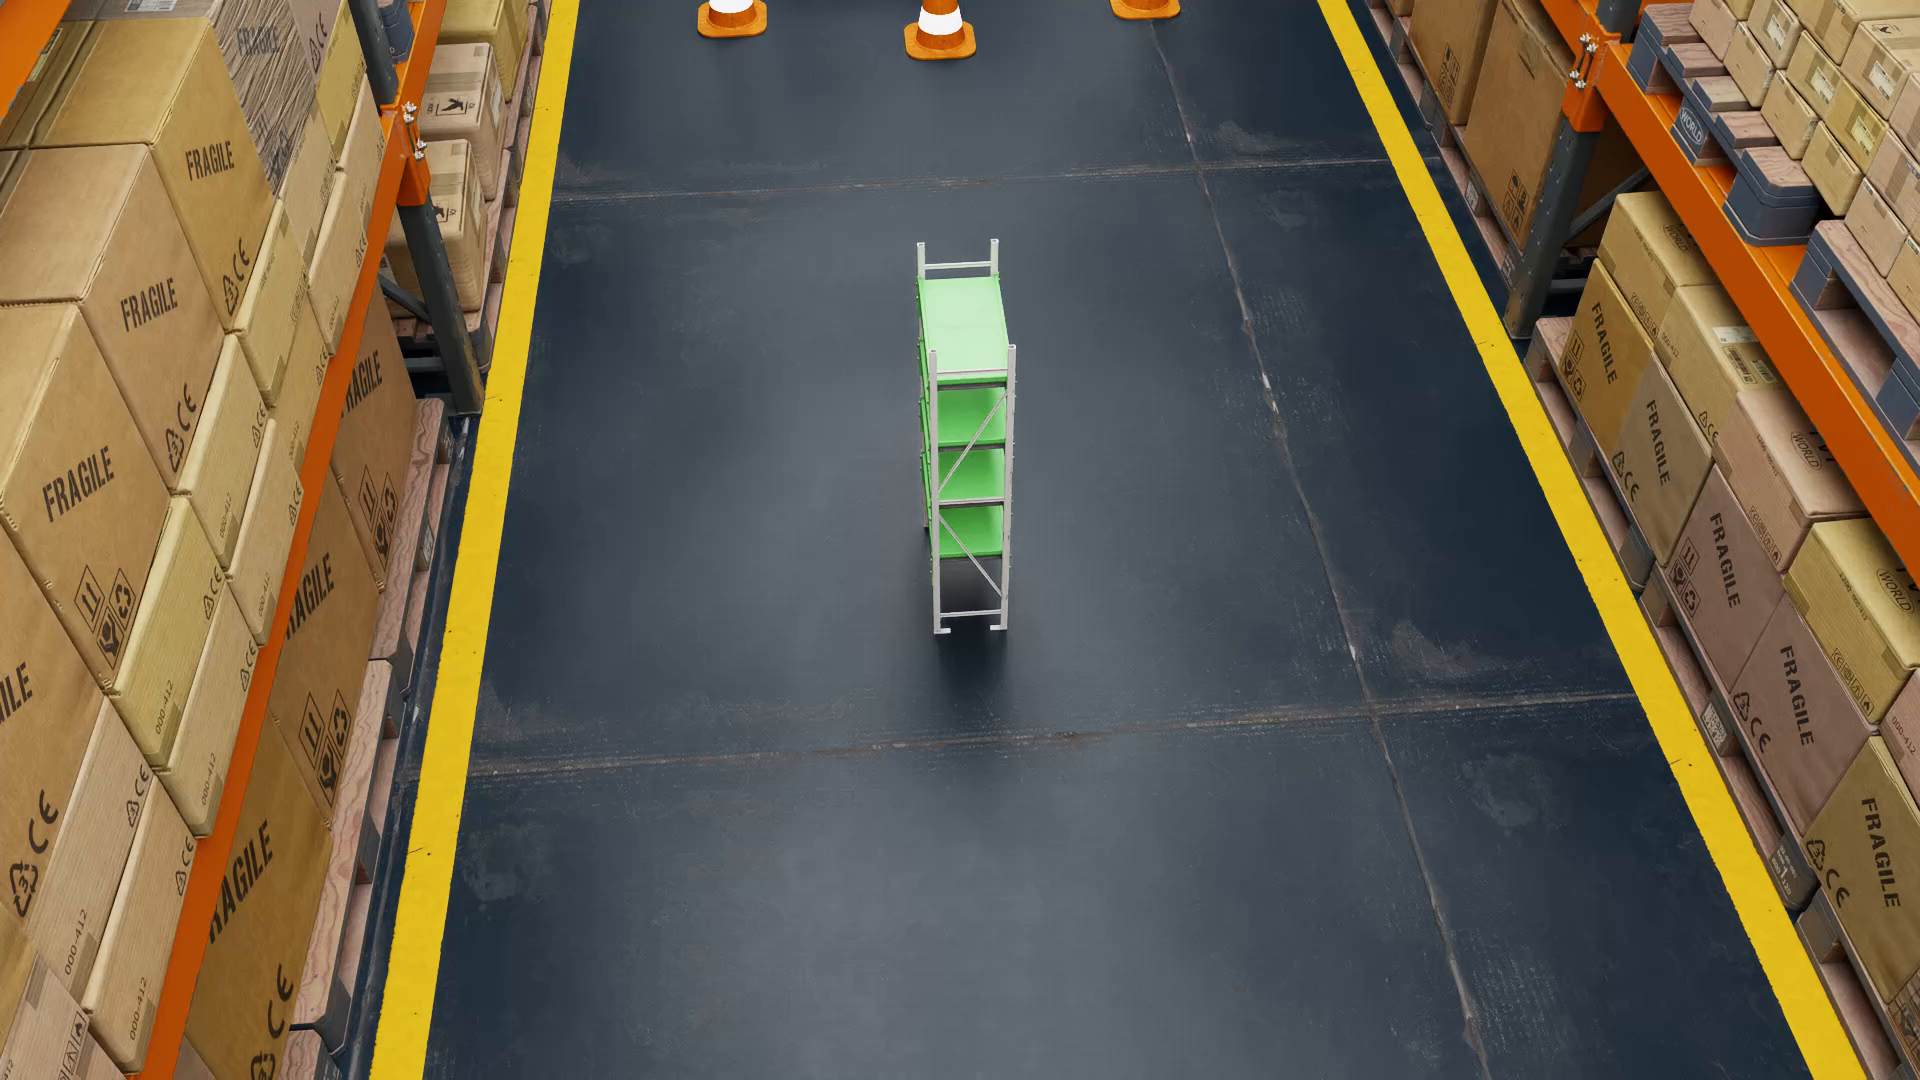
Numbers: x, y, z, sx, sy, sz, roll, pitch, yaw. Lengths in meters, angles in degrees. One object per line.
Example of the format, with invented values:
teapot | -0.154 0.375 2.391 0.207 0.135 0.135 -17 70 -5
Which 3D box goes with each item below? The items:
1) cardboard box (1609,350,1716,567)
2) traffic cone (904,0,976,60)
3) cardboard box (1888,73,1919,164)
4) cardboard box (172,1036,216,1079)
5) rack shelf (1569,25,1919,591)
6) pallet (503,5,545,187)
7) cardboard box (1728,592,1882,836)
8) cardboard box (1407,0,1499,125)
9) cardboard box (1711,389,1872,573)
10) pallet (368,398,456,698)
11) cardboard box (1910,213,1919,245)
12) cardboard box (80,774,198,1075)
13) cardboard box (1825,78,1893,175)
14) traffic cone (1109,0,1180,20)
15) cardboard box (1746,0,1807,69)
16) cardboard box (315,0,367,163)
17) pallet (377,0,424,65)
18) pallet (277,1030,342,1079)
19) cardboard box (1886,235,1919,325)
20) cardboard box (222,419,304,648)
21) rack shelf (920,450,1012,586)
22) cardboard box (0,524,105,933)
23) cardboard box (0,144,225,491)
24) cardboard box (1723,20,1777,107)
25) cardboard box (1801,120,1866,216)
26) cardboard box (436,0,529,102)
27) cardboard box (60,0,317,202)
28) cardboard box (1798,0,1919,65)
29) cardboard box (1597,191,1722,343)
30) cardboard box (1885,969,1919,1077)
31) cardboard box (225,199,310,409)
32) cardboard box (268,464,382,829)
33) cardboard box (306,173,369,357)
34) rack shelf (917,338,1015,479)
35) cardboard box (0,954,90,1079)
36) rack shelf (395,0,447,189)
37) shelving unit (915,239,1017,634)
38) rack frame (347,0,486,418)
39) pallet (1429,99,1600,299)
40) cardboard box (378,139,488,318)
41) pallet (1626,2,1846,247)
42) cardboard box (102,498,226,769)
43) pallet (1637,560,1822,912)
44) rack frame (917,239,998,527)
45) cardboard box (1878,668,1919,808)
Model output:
cardboard box | 2.493 -0.275 5.377 0.500 0.500 0.500 -3 47 -3
traffic cone | -0.097 -2.567 7.863 0.336 0.463 0.334 -3 47 -3
cardboard box | 2.575 -1.038 4.141 0.380 0.149 0.250 -2 47 -1
cardboard box | -2.079 1.530 3.409 0.875 0.875 0.875 -2 47 -2
rack shelf | 2.810 -0.186 4.356 1.077 0.370 4.000 -3 47 -3
pallet | -2.445 -1.994 7.493 1.003 0.211 1.213 -3 47 -3
cardboard box | 2.583 0.466 4.675 0.500 0.500 0.500 -4 47 -4
cardboard box | 2.605 -2.330 7.151 1.050 0.750 0.750 -3 47 -3
cardboard box | 2.530 -0.184 4.774 0.500 0.250 0.500 -3 47 -3
pallet | -2.291 0.027 5.579 1.003 0.211 1.213 -3 47 -3
cardboard box | 2.592 -0.747 4.071 0.380 0.149 0.250 -4 47 -4
cardboard box | -1.765 0.730 3.096 0.500 0.250 0.500 -5 47 -4
cardboard box | 2.555 -1.108 4.412 0.380 0.149 0.250 -3 47 -3
traffic cone | 0.915 -2.840 8.121 0.336 0.463 0.334 -3 47 -3
cardboard box | 2.508 -1.483 4.767 0.380 0.149 0.250 -1 47 -1
cardboard box | -1.988 -1.292 4.667 0.500 0.250 0.500 -4 47 -3
pallet | -2.448 -1.950 5.663 1.213 0.211 1.003 -3 47 -3
pallet | -2.087 1.793 3.907 1.003 0.211 1.213 -3 47 -3
cardboard box | 2.592 -0.644 4.177 0.380 0.149 0.250 -3 47 -3
cardboard box | -1.825 -0.004 3.791 0.500 0.250 0.500 -4 47 -4
rack shelf | 0.014 -0.084 5.422 0.258 0.148 0.480 -3 47 -3
cardboard box | -1.767 0.307 2.636 0.500 0.500 0.500 -4 47 -4
cardboard box | -1.857 -0.430 3.334 0.500 0.500 0.500 -4 47 -4
cardboard box | 2.501 -1.409 4.902 0.380 0.149 0.250 -1 47 -1
cardboard box | 2.548 -1.018 4.532 0.380 0.149 0.250 -2 47 -1
cardboard box | -2.447 -2.239 7.325 0.950 0.372 0.625 -2 47 -2
cardboard box | -1.927 -1.156 4.021 0.500 0.500 0.500 -3 47 -3
cardboard box | 2.529 -1.425 4.508 0.380 0.149 0.250 -4 47 -4
cardboard box | 2.459 -0.910 5.462 0.500 0.250 0.500 -5 47 -5
cardboard box | 2.664 1.208 3.972 0.500 0.500 0.500 -4 47 -4
cardboard box | -1.878 -0.552 3.966 0.500 0.250 0.500 -5 47 -4
cardboard box | -2.236 0.230 4.640 0.875 0.875 0.875 -3 47 -3
cardboard box | -1.922 -0.736 4.485 0.500 0.250 0.500 -3 47 -3
rack shelf | 0.014 -0.414 5.073 0.258 0.148 0.480 -3 47 -3
cardboard box | -1.703 0.932 2.561 0.500 0.250 0.500 -5 47 -4
rack shelf | -2.449 -2.706 6.743 1.077 0.370 4.000 -3 47 -3
shelving unit | 0.014 -0.293 5.201 0.258 1.200 0.503 -3 47 -3
rack frame | -2.282 -1.507 5.111 1.000 3.000 0.127 -3 47 -3
pallet | 2.652 -1.497 7.022 1.003 0.211 1.213 -3 47 -3
cardboard box | -2.319 -1.157 6.300 0.950 0.372 0.625 -6 47 -6
pallet | 2.808 -1.306 5.053 1.213 0.211 1.003 -3 47 -3
cardboard box | -1.790 0.189 3.264 0.500 0.250 0.500 -3 47 -3
pallet | 2.805 0.524 5.108 1.003 0.211 1.213 -3 47 -3
rack frame | -0.007 -0.469 5.368 0.240 1.200 0.015 -3 47 -3
cardboard box | 2.633 0.574 4.056 0.500 0.250 0.500 -1 47 -1
